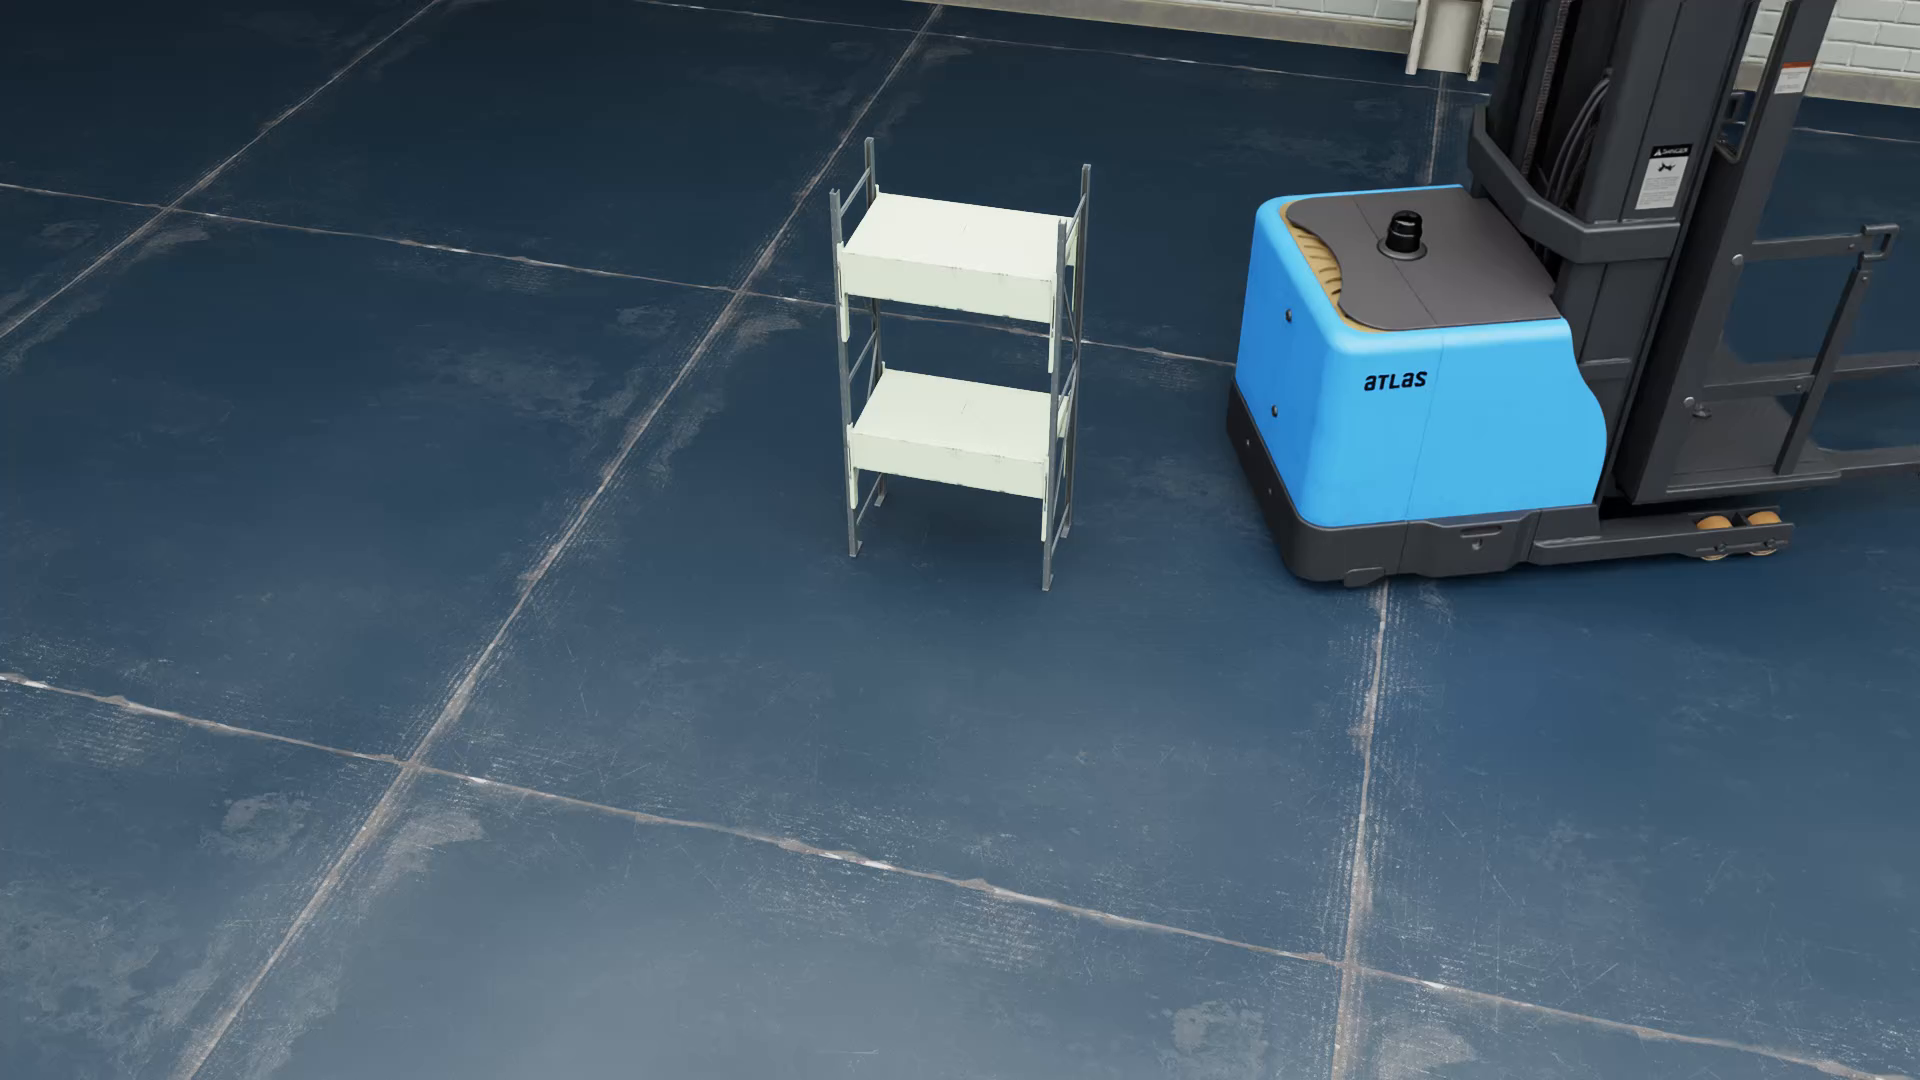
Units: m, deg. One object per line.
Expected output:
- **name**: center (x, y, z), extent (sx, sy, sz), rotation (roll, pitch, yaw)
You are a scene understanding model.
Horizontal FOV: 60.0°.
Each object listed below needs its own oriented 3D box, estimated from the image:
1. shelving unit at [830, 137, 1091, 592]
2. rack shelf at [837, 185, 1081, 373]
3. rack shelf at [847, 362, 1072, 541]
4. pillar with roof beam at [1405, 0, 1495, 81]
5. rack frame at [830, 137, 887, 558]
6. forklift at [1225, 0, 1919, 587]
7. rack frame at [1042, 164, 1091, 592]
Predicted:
- **shelving unit**: center (0.006, -0.573, 5.766), extent (0.755, 1.500, 0.431), rotation (10, 41, 11)
- **rack shelf**: center (0.006, -0.872, 5.515), extent (0.720, 0.370, 0.431), rotation (10, 41, 11)
- **rack shelf**: center (0.006, -0.324, 5.976), extent (0.720, 0.370, 0.431), rotation (10, 41, 11)
- **pillar with roof beam**: center (1.631, -3.467, 3.381), extent (0.400, 9.000, 9.100), rotation (10, 41, 11)
- **rack frame**: center (-0.347, -0.634, 5.839), extent (0.023, 1.500, 0.400), rotation (10, 41, 11)
- **forklift**: center (2.625, -1.380, 5.614), extent (3.031, 2.935, 1.130), rotation (-5, 40, -6)
- **rack frame**: center (0.360, -0.512, 5.694), extent (0.023, 1.500, 0.400), rotation (10, 41, 11)
